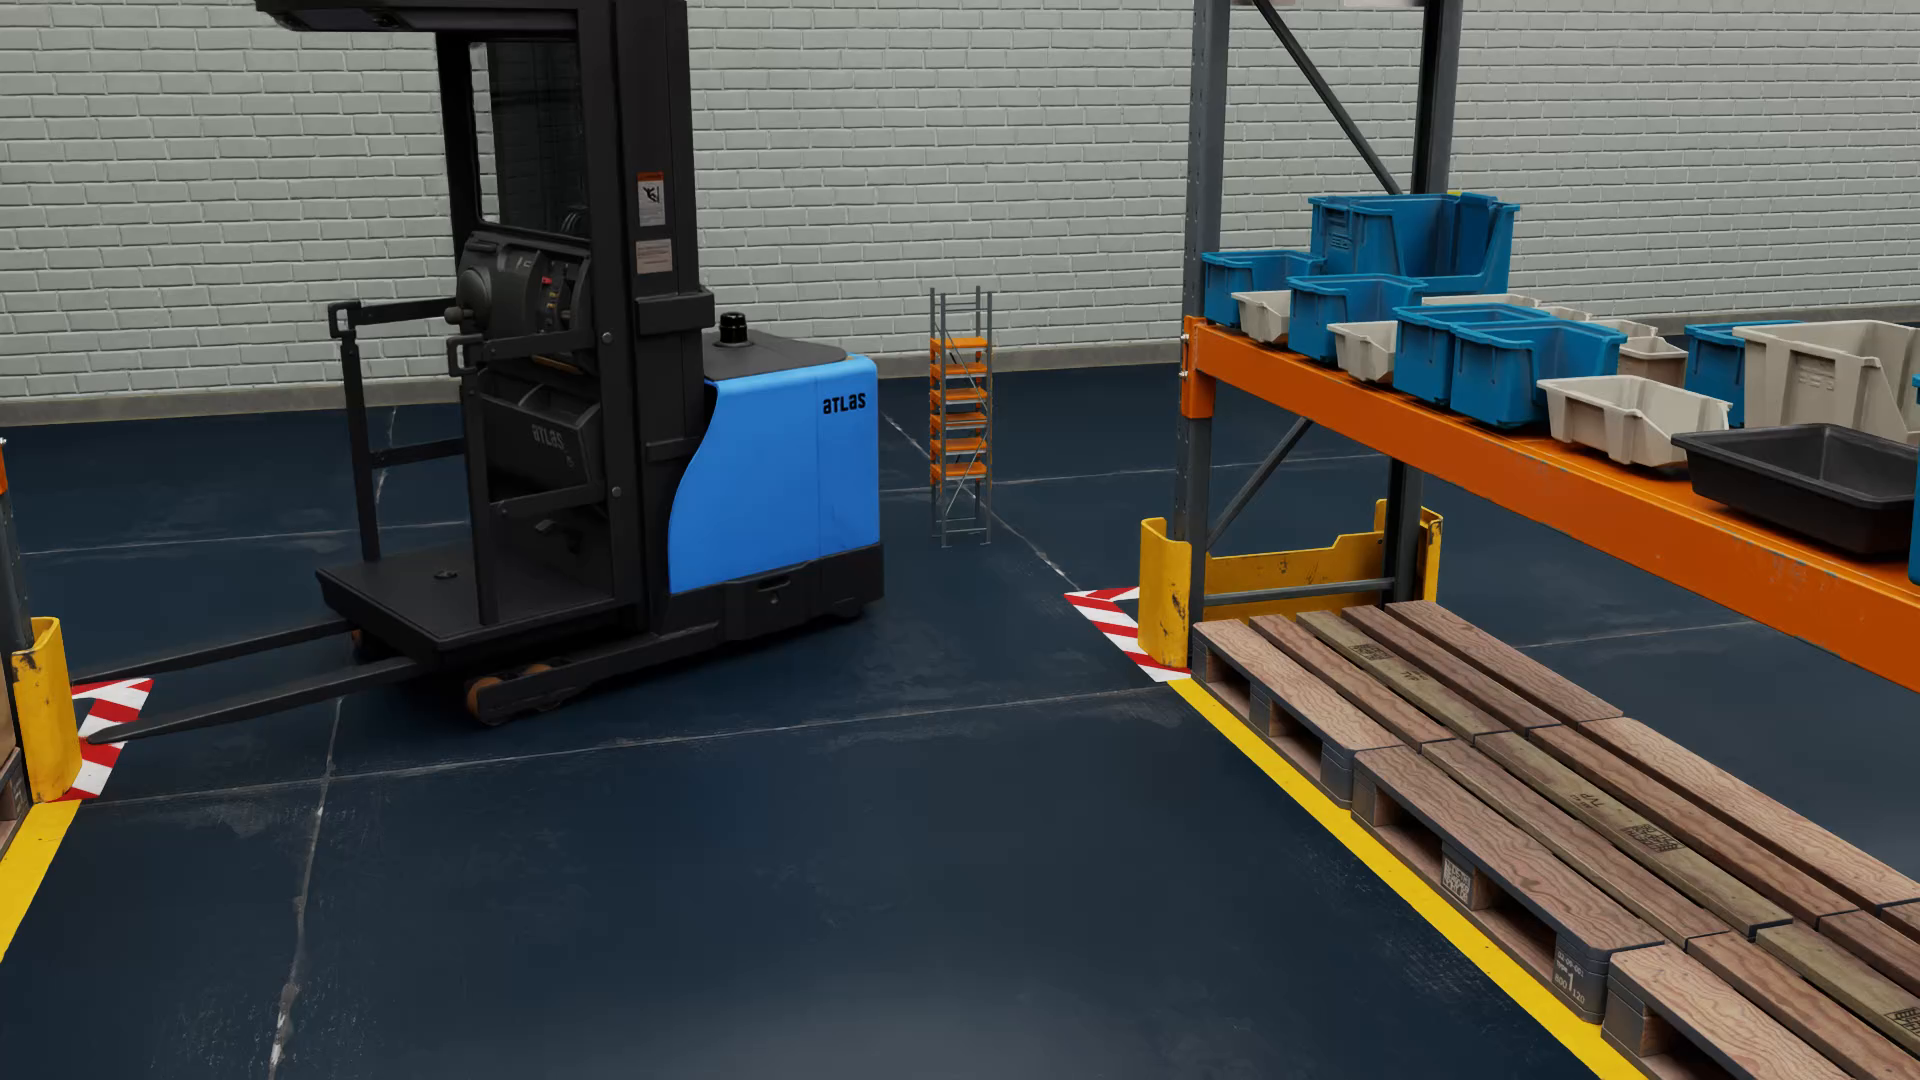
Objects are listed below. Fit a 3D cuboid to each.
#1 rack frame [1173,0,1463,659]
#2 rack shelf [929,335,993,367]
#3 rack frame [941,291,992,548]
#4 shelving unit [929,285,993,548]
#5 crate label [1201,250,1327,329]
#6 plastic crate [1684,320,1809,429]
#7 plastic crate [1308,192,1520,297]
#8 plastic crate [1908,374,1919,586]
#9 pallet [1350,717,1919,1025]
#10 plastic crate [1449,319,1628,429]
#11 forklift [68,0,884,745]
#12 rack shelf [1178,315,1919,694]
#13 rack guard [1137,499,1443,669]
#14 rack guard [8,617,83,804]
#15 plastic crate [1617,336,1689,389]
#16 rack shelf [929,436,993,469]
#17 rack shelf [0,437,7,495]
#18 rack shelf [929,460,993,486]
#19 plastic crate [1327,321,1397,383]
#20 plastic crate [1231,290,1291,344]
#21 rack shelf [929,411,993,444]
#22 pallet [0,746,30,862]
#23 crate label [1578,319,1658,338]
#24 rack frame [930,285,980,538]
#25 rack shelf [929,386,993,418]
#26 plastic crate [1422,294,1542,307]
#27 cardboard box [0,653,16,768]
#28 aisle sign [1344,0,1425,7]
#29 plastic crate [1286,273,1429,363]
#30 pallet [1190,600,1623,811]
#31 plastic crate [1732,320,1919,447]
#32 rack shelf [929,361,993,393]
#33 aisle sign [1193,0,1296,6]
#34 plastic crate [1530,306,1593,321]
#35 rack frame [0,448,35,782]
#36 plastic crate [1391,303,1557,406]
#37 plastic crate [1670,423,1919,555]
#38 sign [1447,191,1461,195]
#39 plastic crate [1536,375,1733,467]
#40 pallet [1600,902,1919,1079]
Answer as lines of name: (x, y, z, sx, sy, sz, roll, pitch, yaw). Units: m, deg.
rack frame: (1.315, -1.031, 6.171, 1.000, 3.000, 0.127, -5, 17, -15)
rack shelf: (0.004, -0.873, 7.675, 0.258, 0.103, 0.180, -5, 17, -15)
rack frame: (0.029, -0.545, 7.682, 0.240, 1.200, 0.006, -5, 17, -15)
shelving unit: (0.004, -0.571, 7.766, 0.258, 1.200, 0.189, -5, 17, -15)
crate label: (1.067, -0.885, 5.872, 0.416, 0.233, 0.303, -5, 17, -15)
plastic crate: (2.126, -0.432, 4.363, 0.416, 0.233, 0.300, -5, 17, -15)
plastic crate: (1.587, -0.999, 5.898, 0.616, 0.435, 0.499, -5, 17, -15)
plastic crate: (1.958, -0.048, 2.821, 0.392, 0.384, 0.575, -5, 17, -15)
pallet: (1.836, 0.872, 4.681, 1.003, 0.211, 1.213, -5, 17, -15)
plastic crate: (1.511, -0.438, 4.383, 0.416, 0.233, 0.300, -5, 17, -15)
forklift: (-1.753, -0.926, 5.941, 3.031, 2.935, 1.130, -14, 22, -40)
rack shelf: (1.865, -0.133, 4.433, 1.077, 0.370, 4.000, -5, 17, -15)
rack guard: (1.296, 0.160, 6.549, 1.175, 0.500, 0.348, -5, 17, -15)
rack guard: (-3.428, 0.578, 5.160, 1.175, 0.500, 0.348, -5, 17, -15)
plastic crate: (1.978, -0.486, 4.708, 0.298, 0.136, 0.250, -5, 17, -15)
rack shelf: (0.004, -0.413, 7.813, 0.258, 0.103, 0.180, -5, 17, -15)
rack shelf: (-2.899, 0.257, 3.132, 1.077, 0.370, 4.000, -5, 17, -15)
rack shelf: (0.004, -0.298, 7.848, 0.258, 0.103, 0.180, -5, 17, -15)
plastic crate: (1.262, -0.556, 4.944, 0.250, 0.136, 0.298, -5, 17, -15)
plastic crate: (1.075, -0.744, 5.569, 0.250, 0.136, 0.298, -5, 17, -15)
rack shelf: (0.004, -0.528, 7.779, 0.258, 0.103, 0.180, -5, 17, -15)
pallet: (-3.208, 0.937, 4.468, 1.003, 0.211, 1.213, -5, 17, -15)
crate label: (1.879, -0.566, 4.976, 0.396, 0.136, 0.243, -5, 17, -15)
rack frame: (-0.021, -0.596, 7.850, 0.240, 1.200, 0.006, -5, 17, -15)
rack shelf: (0.004, -0.643, 7.744, 0.258, 0.103, 0.180, -5, 17, -15)
plastic crate: (1.713, -0.722, 5.497, 0.396, 0.136, 0.243, -5, 17, -15)
cardboard box: (-3.062, 0.477, 4.731, 0.500, 0.500, 0.500, -5, 17, -15)
aisle sign: (1.577, -2.319, 5.940, 0.394, 0.787, 0.004, -5, 17, -15)
plastic crate: (1.247, -0.703, 5.266, 0.416, 0.233, 0.300, -5, 17, -15)
pallet: (1.505, 0.536, 5.802, 1.003, 0.211, 1.213, -5, 17, -15)
plastic crate: (2.172, -0.334, 3.950, 0.437, 0.282, 0.530, -5, 17, -15)
rack shelf: (0.004, -0.758, 7.710, 0.258, 0.103, 0.180, -5, 17, -15)
aisle sign: (1.010, -2.273, 5.785, 0.394, 0.787, 0.004, -5, 17, -15)
plastic crate: (1.779, -0.641, 5.226, 0.396, 0.136, 0.243, -5, 17, -15)
rack frame: (-3.448, -0.641, 4.871, 1.000, 3.000, 0.127, -5, 17, -15)
plastic crate: (1.428, -0.521, 4.660, 0.416, 0.233, 0.300, -5, 17, -15)
plastic crate: (1.849, -0.110, 3.478, 0.437, 0.125, 0.590, -5, 17, -15)
sign: (1.840, -1.157, 6.307, 0.100, 0.325, 0.005, -5, 17, -15)
plastic crate: (1.647, -0.285, 4.041, 0.293, 0.136, 0.466, -5, 17, -15)
pallet: (2.175, 1.210, 3.555, 1.003, 0.211, 1.213, -5, 17, -15)
